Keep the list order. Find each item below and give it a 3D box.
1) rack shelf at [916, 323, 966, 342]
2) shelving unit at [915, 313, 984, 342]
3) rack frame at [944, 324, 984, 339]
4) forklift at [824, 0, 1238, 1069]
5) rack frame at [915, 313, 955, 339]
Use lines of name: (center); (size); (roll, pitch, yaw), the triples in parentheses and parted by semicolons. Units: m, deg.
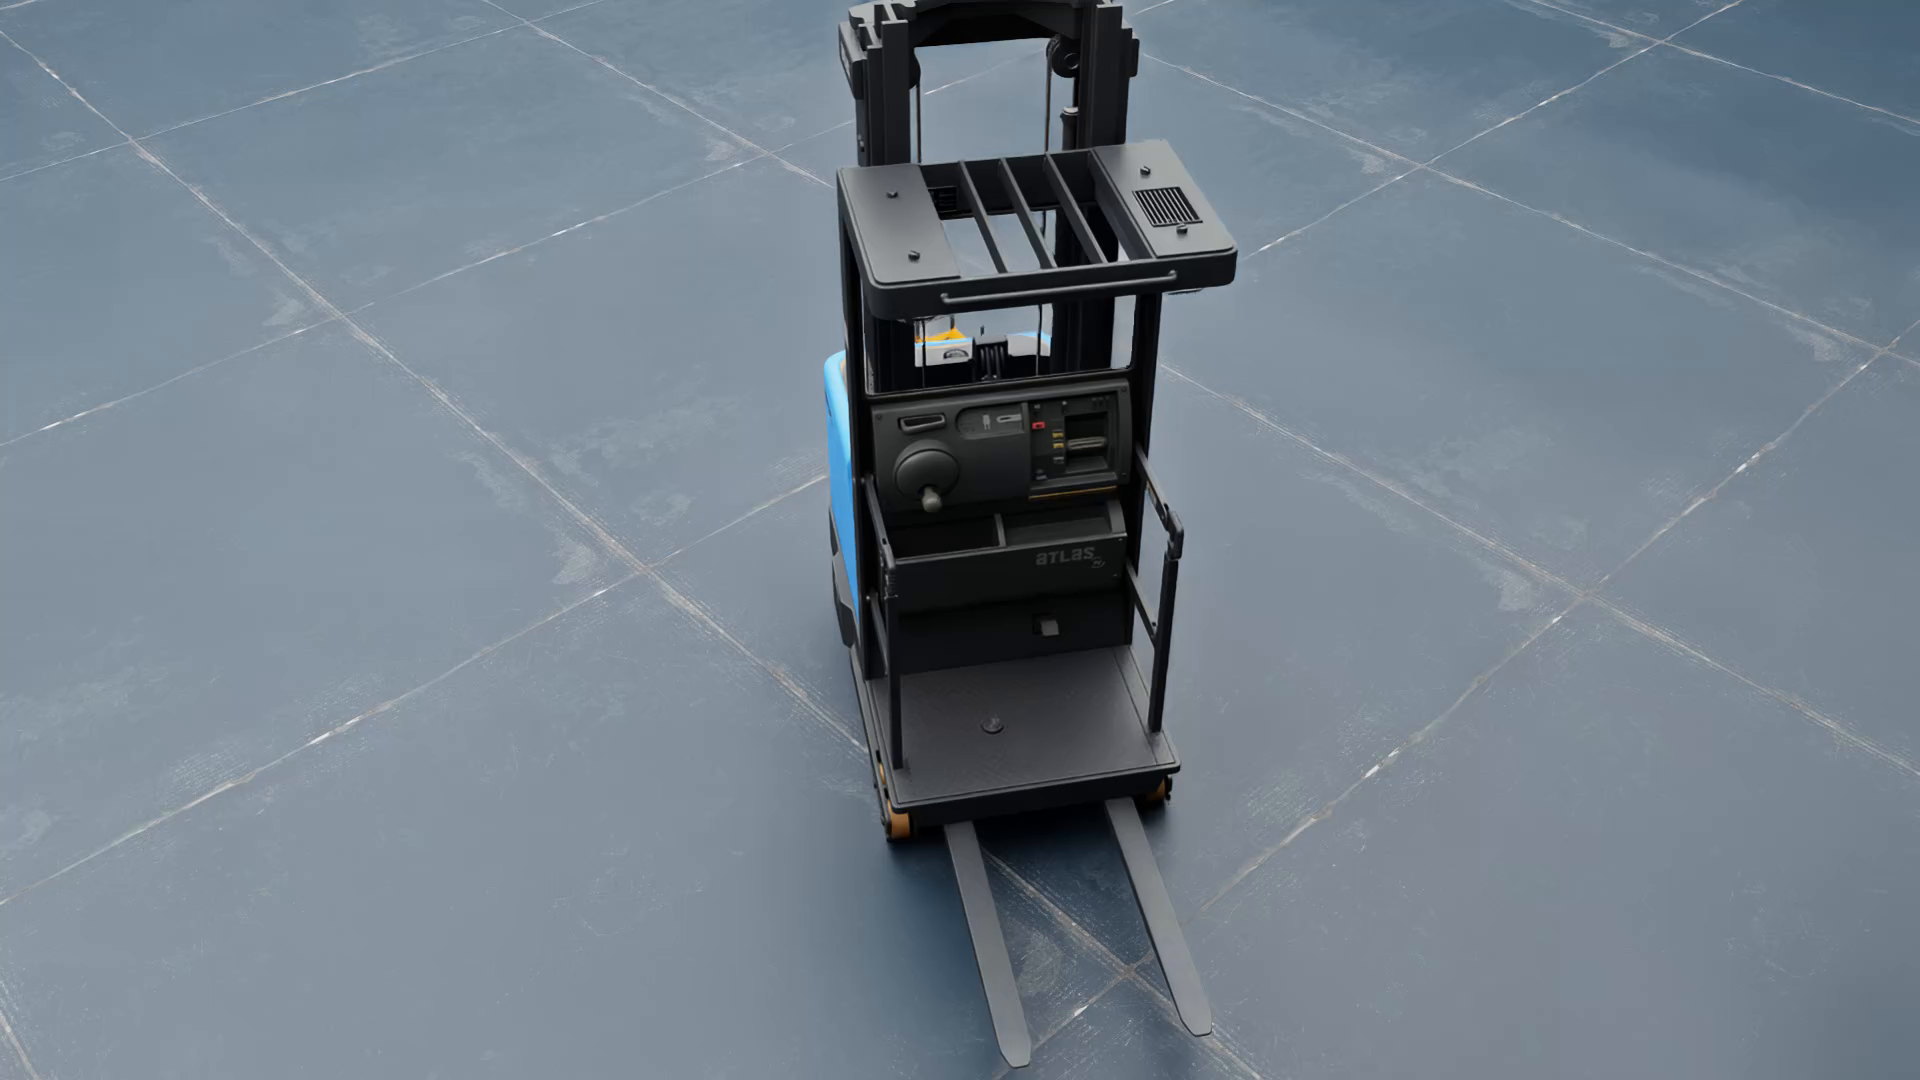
rack shelf: (-0.047, -0.778, 7.443); (0.215, 0.259, 0.240); (-21, 43, -24)
shelving unit: (-0.047, -0.566, 7.615); (0.215, 1.050, 0.252); (-21, 43, -24)
rack frame: (0.017, -0.500, 7.534); (0.200, 1.050, 0.008); (-21, 43, -24)
forklift: (0.199, -0.255, 5.733); (1.130, 2.935, 3.031); (-7, 39, -9)
rack frame: (-0.111, -0.631, 7.696); (0.200, 1.050, 0.008); (-21, 43, -24)
